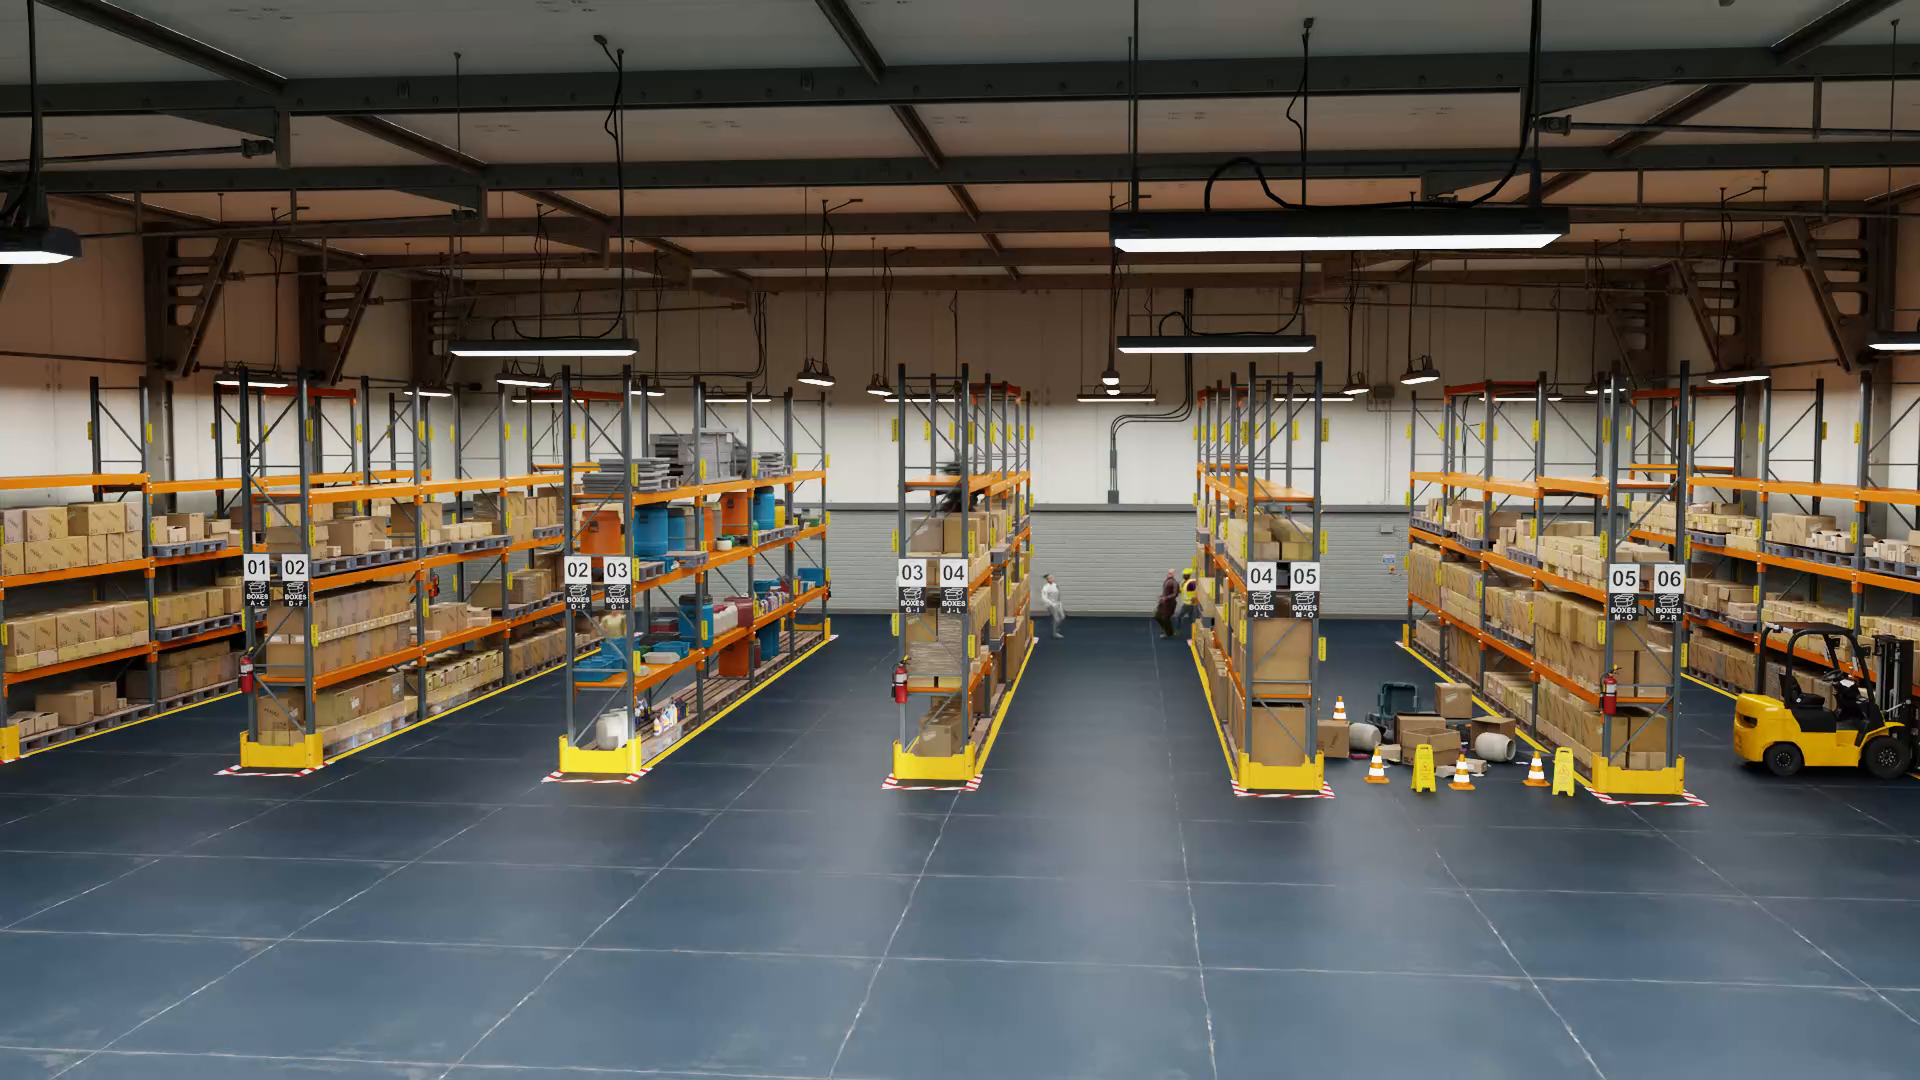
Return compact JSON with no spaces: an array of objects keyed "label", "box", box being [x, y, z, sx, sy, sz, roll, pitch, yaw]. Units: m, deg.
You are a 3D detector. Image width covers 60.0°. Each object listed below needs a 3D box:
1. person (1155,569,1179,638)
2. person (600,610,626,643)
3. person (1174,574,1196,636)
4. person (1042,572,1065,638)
[{"label":"person","box":[5.037,1.547,40.352,0.604,1.721,0.740,-2,4,-26]},{"label":"person","box":[-6.795,2.046,32.680,0.574,1.673,0.951,-1,4,-9]},{"label":"person","box":[5.599,1.594,40.734,0.948,1.619,0.788,0,4,-4]},{"label":"person","box":[2.282,1.592,40.508,0.636,1.620,0.507,-3,5,-42]}]
